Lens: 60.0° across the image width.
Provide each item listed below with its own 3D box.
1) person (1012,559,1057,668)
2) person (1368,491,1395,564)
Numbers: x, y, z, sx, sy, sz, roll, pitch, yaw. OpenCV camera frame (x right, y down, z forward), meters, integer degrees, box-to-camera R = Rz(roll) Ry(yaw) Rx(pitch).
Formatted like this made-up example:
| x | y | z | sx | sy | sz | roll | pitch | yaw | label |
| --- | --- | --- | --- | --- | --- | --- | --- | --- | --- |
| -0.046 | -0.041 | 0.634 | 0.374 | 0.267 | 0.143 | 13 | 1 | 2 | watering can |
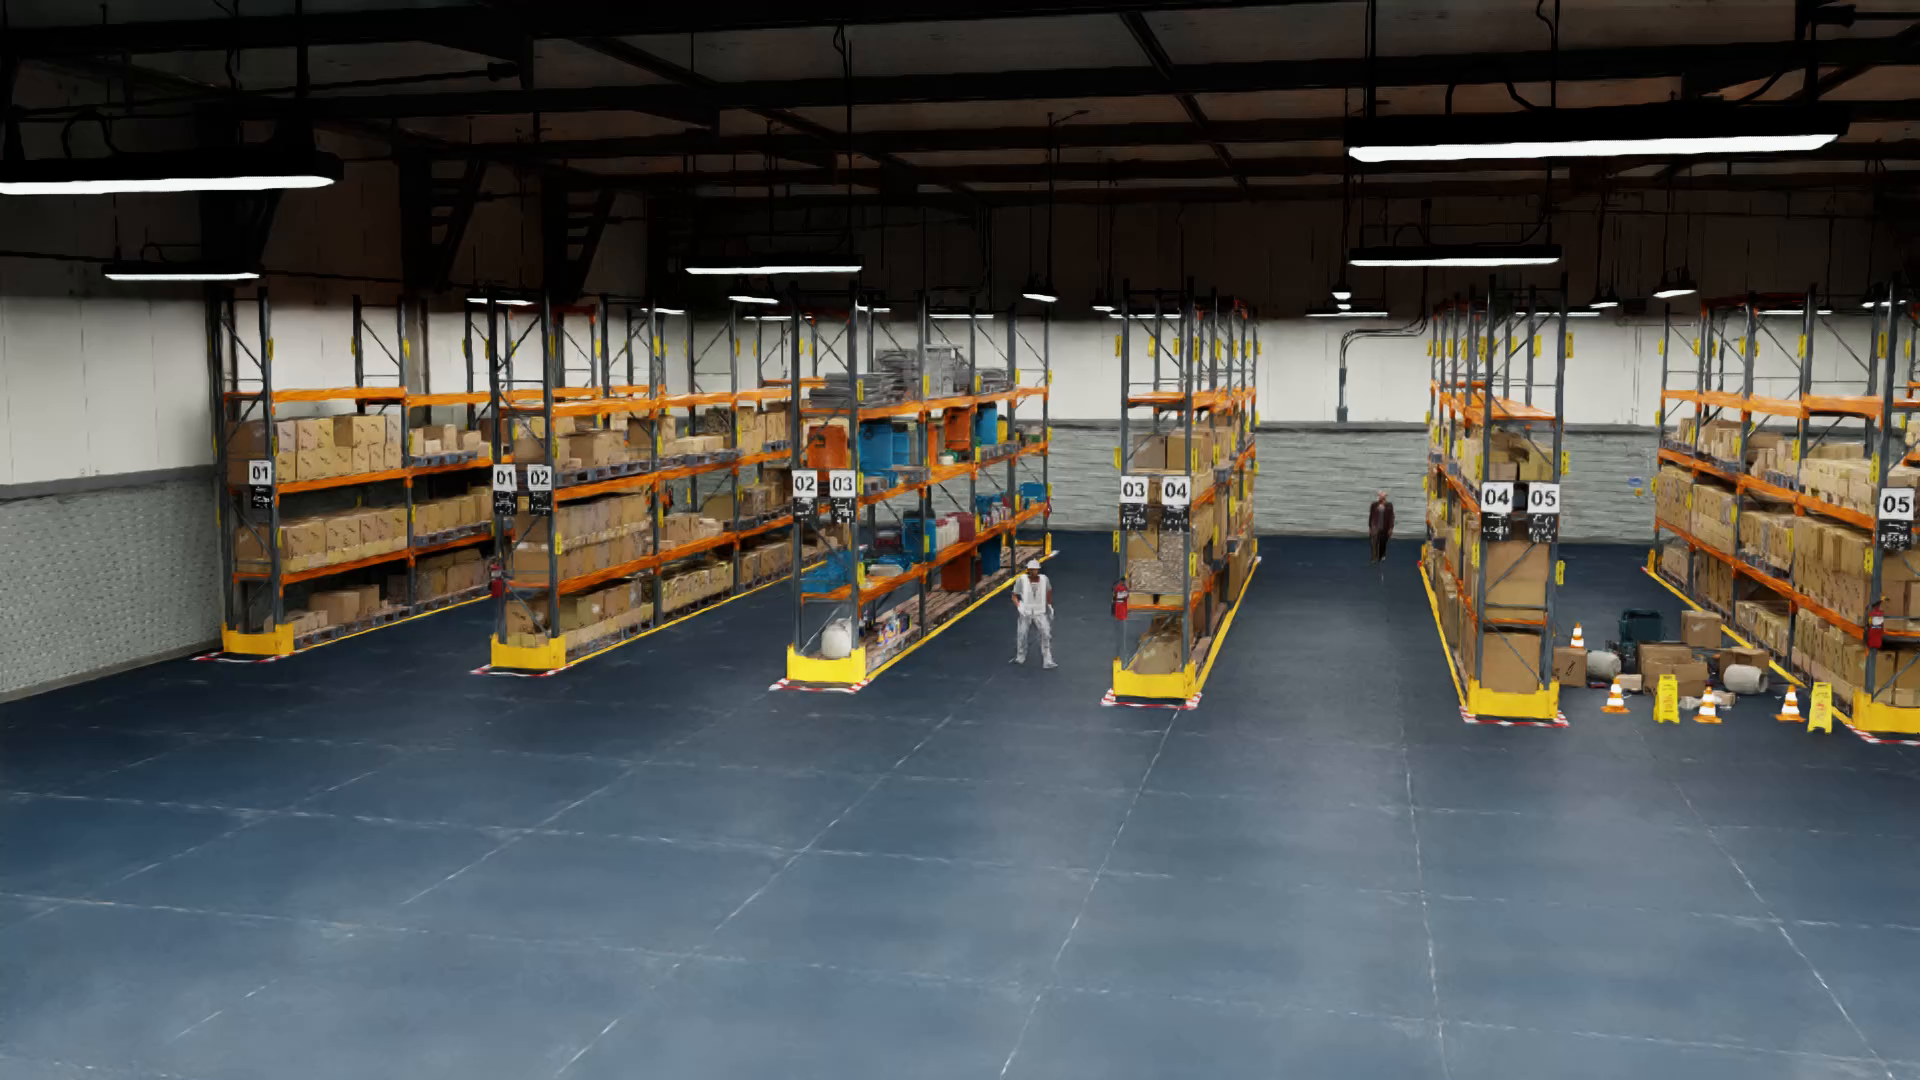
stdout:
| x | y | z | sx | sy | sz | roll | pitch | yaw | label |
| --- | --- | --- | --- | --- | --- | --- | --- | --- | --- |
| 1.155 | 1.135 | 26.225 | 0.701 | 1.717 | 0.846 | 0 | 7 | -3 | person |
| 9.801 | -0.307 | 38.684 | 0.589 | 1.697 | 1.176 | 1 | 7 | 12 | person |
